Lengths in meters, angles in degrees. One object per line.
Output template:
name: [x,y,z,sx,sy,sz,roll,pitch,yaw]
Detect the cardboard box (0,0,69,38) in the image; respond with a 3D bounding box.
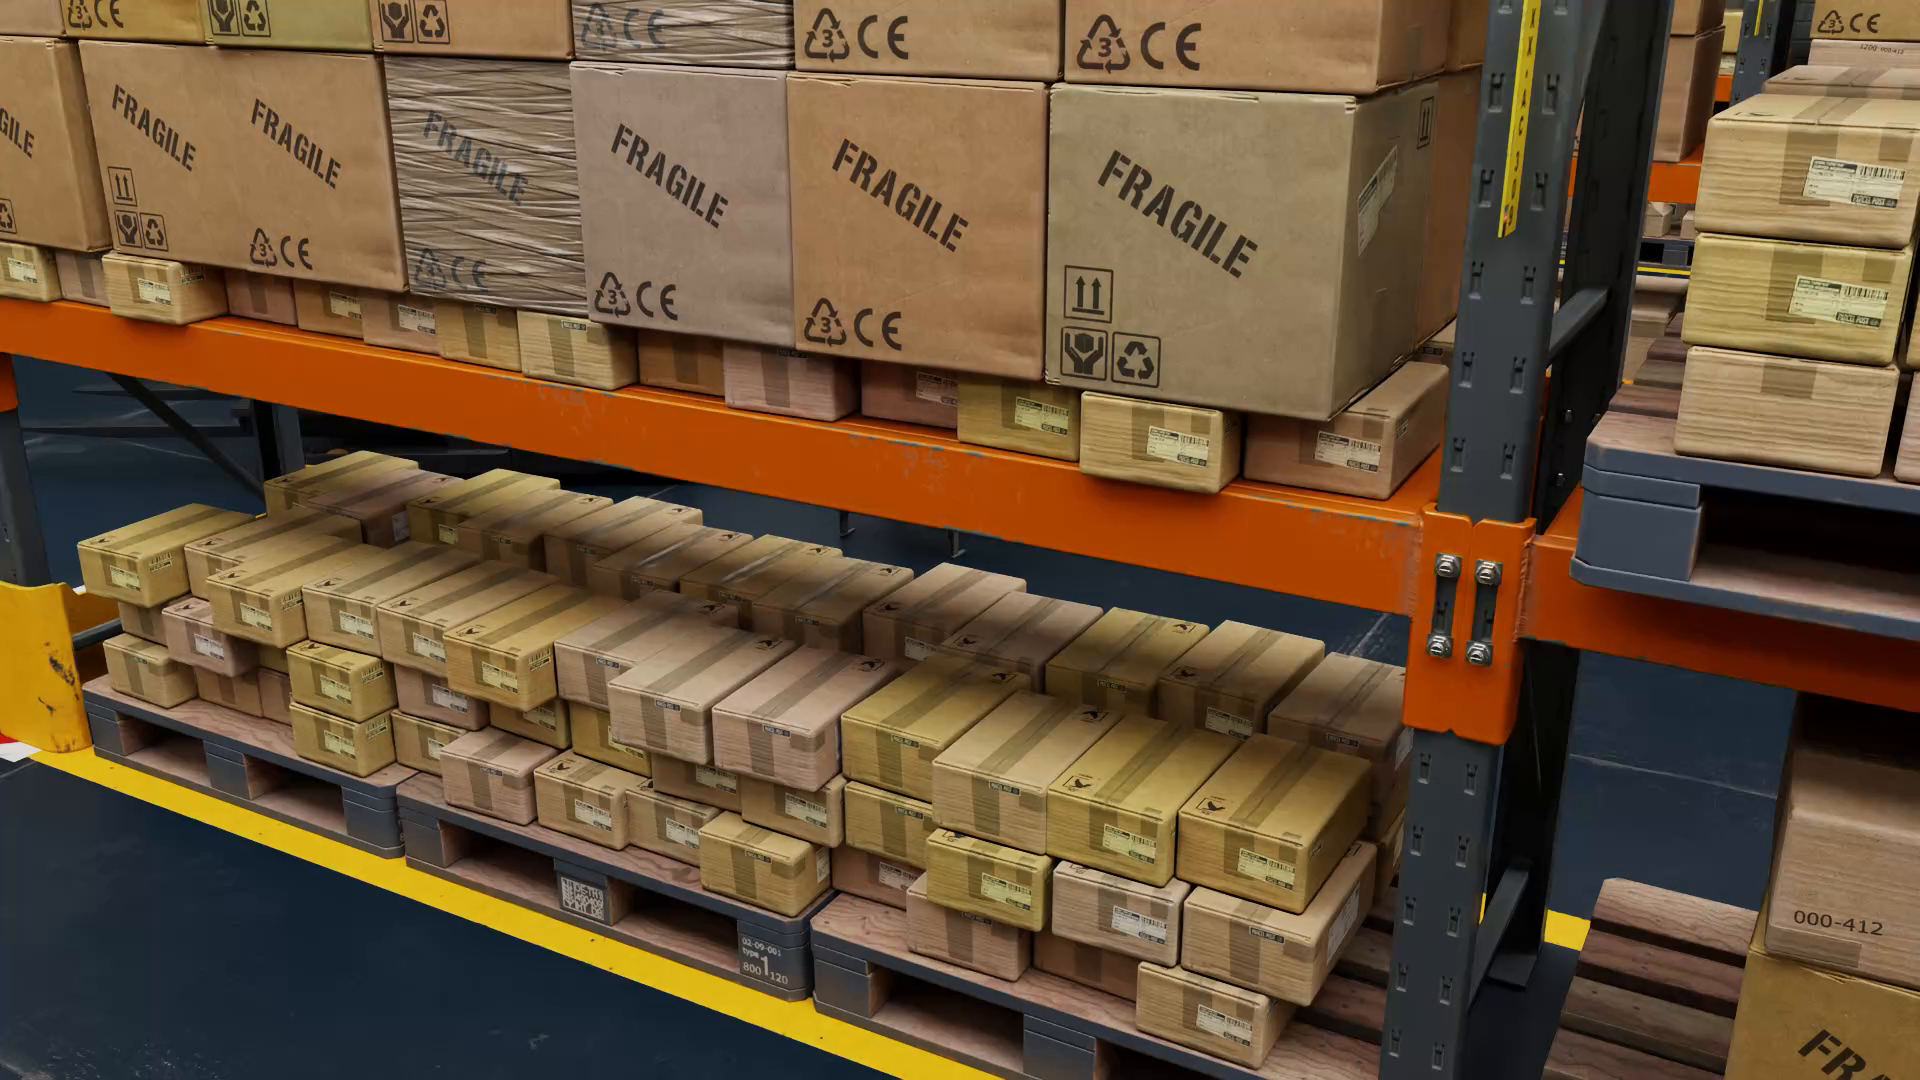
cardboard box: [-2.187,-1.517,4.098,0.500,0.500,0.500,11,22,27]

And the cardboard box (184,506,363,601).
cardboard box: [-1.858,0.048,4.526,0.250,0.149,0.380,11,23,28]

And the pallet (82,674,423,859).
pallet: [-1.691,0.456,4.799,1.213,0.211,1.003,11,23,27]

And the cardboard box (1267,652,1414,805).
cardboard box: [0.843,0.396,3.567,0.250,0.149,0.380,12,23,29]

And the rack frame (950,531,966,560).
rack frame: [0.069,-0.974,5.971,0.015,2.100,0.400,11,23,27]

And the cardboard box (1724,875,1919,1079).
cardboard box: [1.559,0.831,2.724,0.500,0.500,0.500,12,23,29]

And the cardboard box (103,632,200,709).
cardboard box: [-2.148,0.312,4.672,0.250,0.149,0.380,11,23,28]

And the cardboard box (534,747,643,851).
cardboard box: [-0.791,0.565,3.973,0.250,0.149,0.380,11,23,27]

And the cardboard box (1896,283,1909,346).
cardboard box: [1.486,-0.420,2.878,0.250,0.149,0.380,10,22,26]

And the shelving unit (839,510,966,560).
shelving unit: [-0.145,-1.015,6.083,0.503,2.100,0.431,11,23,27]

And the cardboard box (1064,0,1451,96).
cardboard box: [0.501,-1.003,2.681,0.500,0.500,0.500,10,22,25]

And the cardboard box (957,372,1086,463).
cardboard box: [0.197,-0.281,3.108,0.250,0.149,0.380,12,23,29]

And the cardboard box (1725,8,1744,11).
cardboard box: [5.486,-3.549,11.534,0.500,0.250,0.500,11,22,27]

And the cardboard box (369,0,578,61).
cardboard box: [-0.853,-1.258,3.384,0.500,0.500,0.500,10,22,26]

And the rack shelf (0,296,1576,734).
rack shelf: [-0.703,-0.343,3.966,4.000,0.370,1.077,11,23,27]

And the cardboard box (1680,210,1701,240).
cardboard box: [5.157,-2.179,11.539,0.250,0.149,0.380,10,22,26]

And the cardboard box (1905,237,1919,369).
cardboard box: [1.390,-0.322,2.171,0.250,0.149,0.380,10,22,26]

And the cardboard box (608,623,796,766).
cardboard box: [-0.569,0.338,3.726,0.250,0.149,0.380,10,22,25]

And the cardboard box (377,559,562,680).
cardboard box: [-1.206,0.194,4.125,0.250,0.149,0.380,12,23,29]

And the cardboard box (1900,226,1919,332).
cardboard box: [3.949,-0.958,7.107,0.875,0.875,0.875,12,23,29]

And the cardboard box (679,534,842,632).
cardboard box: [-0.509,0.128,4.305,0.250,0.149,0.380,11,23,28]

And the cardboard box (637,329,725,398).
cardboard box: [-0.464,-0.425,3.507,0.250,0.149,0.380,10,22,27]

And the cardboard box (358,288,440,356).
cardboard box: [-1.155,-0.549,3.848,0.250,0.149,0.380,10,22,26]

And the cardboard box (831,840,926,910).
cardboard box: [-0.084,0.658,3.717,0.250,0.149,0.380,10,22,26]

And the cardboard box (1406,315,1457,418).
cardboard box: [0.955,-0.375,3.367,0.250,0.149,0.380,12,23,29]

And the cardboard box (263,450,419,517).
cardboard box: [-1.863,-0.138,5.038,0.250,0.149,0.380,11,23,28]

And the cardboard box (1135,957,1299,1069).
cardboard box: [0.534,0.831,3.241,0.250,0.149,0.380,11,23,28]

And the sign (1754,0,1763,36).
sign: [3.099,-2.117,6.418,0.005,0.325,0.100,11,23,27]

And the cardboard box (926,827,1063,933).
cardboard box: [0.128,0.616,3.396,0.250,0.149,0.380,10,22,25]

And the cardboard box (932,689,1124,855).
cardboard box: [0.142,0.463,3.382,0.250,0.149,0.380,11,22,27]

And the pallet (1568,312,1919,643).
pallet: [1.639,-0.088,2.489,1.213,0.211,1.003,11,23,27]

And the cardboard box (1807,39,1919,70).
cardboard box: [3.615,-1.846,6.542,0.500,0.250,0.500,10,22,26]

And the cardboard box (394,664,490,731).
cardboard box: [-1.200,0.321,4.211,0.250,0.149,0.380,10,22,25]

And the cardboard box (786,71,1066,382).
cardboard box: [0.030,-0.618,3.087,0.500,0.500,0.500,10,22,26]

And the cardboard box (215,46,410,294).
cardboard box: [-1.291,-0.877,3.800,0.500,0.500,0.500,11,23,28]

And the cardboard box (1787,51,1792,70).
cardboard box: [5.385,-3.177,11.092,0.250,0.149,0.380,11,23,28]

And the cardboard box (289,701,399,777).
cardboard box: [-1.490,0.445,4.303,0.250,0.149,0.380,11,23,28]

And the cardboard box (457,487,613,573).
cardboard box: [-1.189,-0.012,4.691,0.250,0.149,0.380,10,22,25]

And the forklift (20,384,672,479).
forklift: [-2.530,-1.770,6.947,3.031,2.935,1.130,-1,20,-2]

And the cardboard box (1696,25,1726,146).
cardboard box: [3.087,-2.042,7.448,0.500,0.500,0.500,12,23,29]

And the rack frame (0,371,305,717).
rack frame: [-2.449,-1.013,4.760,0.127,3.000,1.000,11,23,27]

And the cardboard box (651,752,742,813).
cardboard box: [-0.499,0.458,3.831,0.250,0.149,0.380,10,22,25]

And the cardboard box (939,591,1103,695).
cardboard box: [0.148,0.269,3.919,0.250,0.149,0.380,10,22,26]

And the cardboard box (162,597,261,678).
cardboard box: [-1.905,0.215,4.501,0.250,0.149,0.380,11,23,27]

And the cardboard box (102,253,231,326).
cardboard box: [-1.875,-0.653,4.135,0.250,0.149,0.380,10,22,26]
